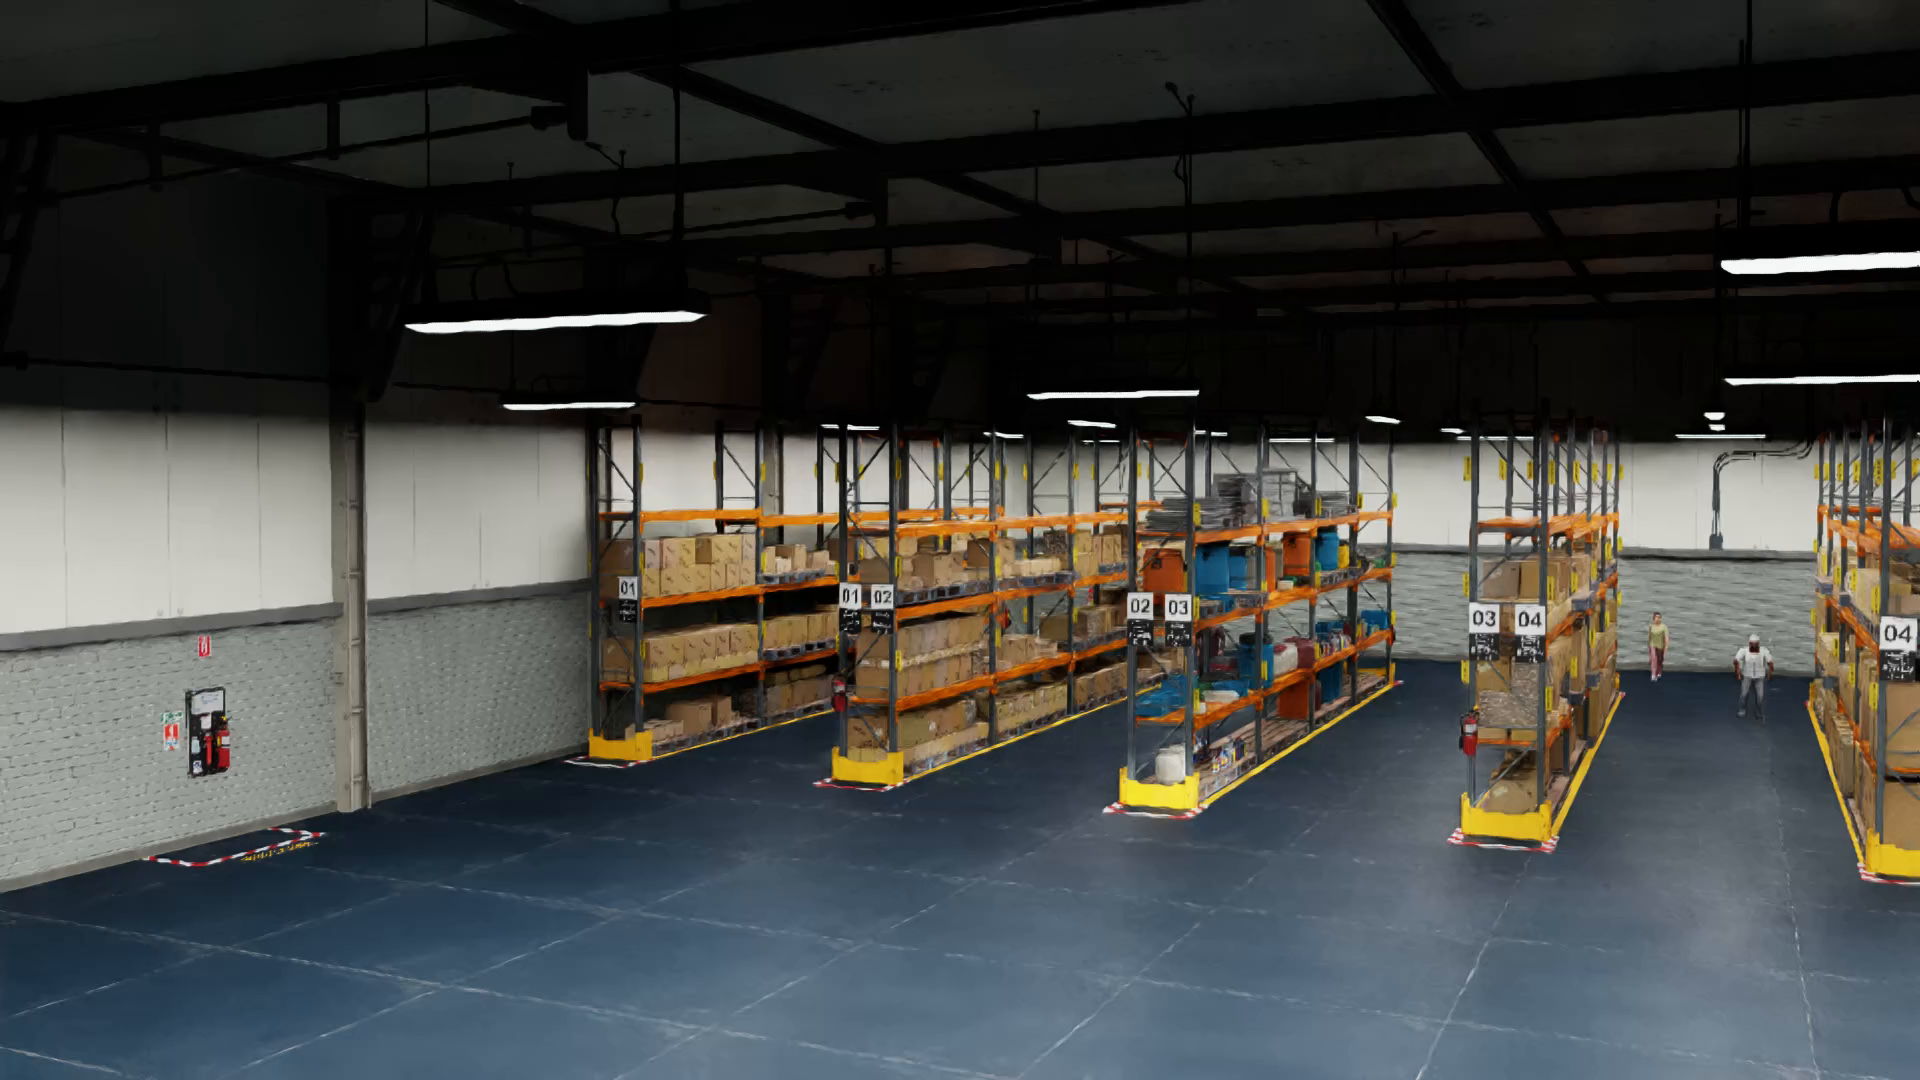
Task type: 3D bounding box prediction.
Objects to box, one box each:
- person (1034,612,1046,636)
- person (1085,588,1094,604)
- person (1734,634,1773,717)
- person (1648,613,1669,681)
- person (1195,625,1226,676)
[{"bbox_3d":[1.968,2.536,38.836,0.553,1.709,1.123,1,3,27],"label":"person"},{"bbox_3d":[3.738,2.211,46.796,0.567,1.736,1.044,1,3,24],"label":"person"},{"bbox_3d":[16.116,2.763,33.789,0.719,1.714,0.578,1,3,23],"label":"person"},{"bbox_3d":[16.772,2.549,39.937,0.456,1.612,1.019,1,3,24],"label":"person"},{"bbox_3d":[5.733,2.573,38.139,0.729,1.733,0.546,1,3,23],"label":"person"}]
